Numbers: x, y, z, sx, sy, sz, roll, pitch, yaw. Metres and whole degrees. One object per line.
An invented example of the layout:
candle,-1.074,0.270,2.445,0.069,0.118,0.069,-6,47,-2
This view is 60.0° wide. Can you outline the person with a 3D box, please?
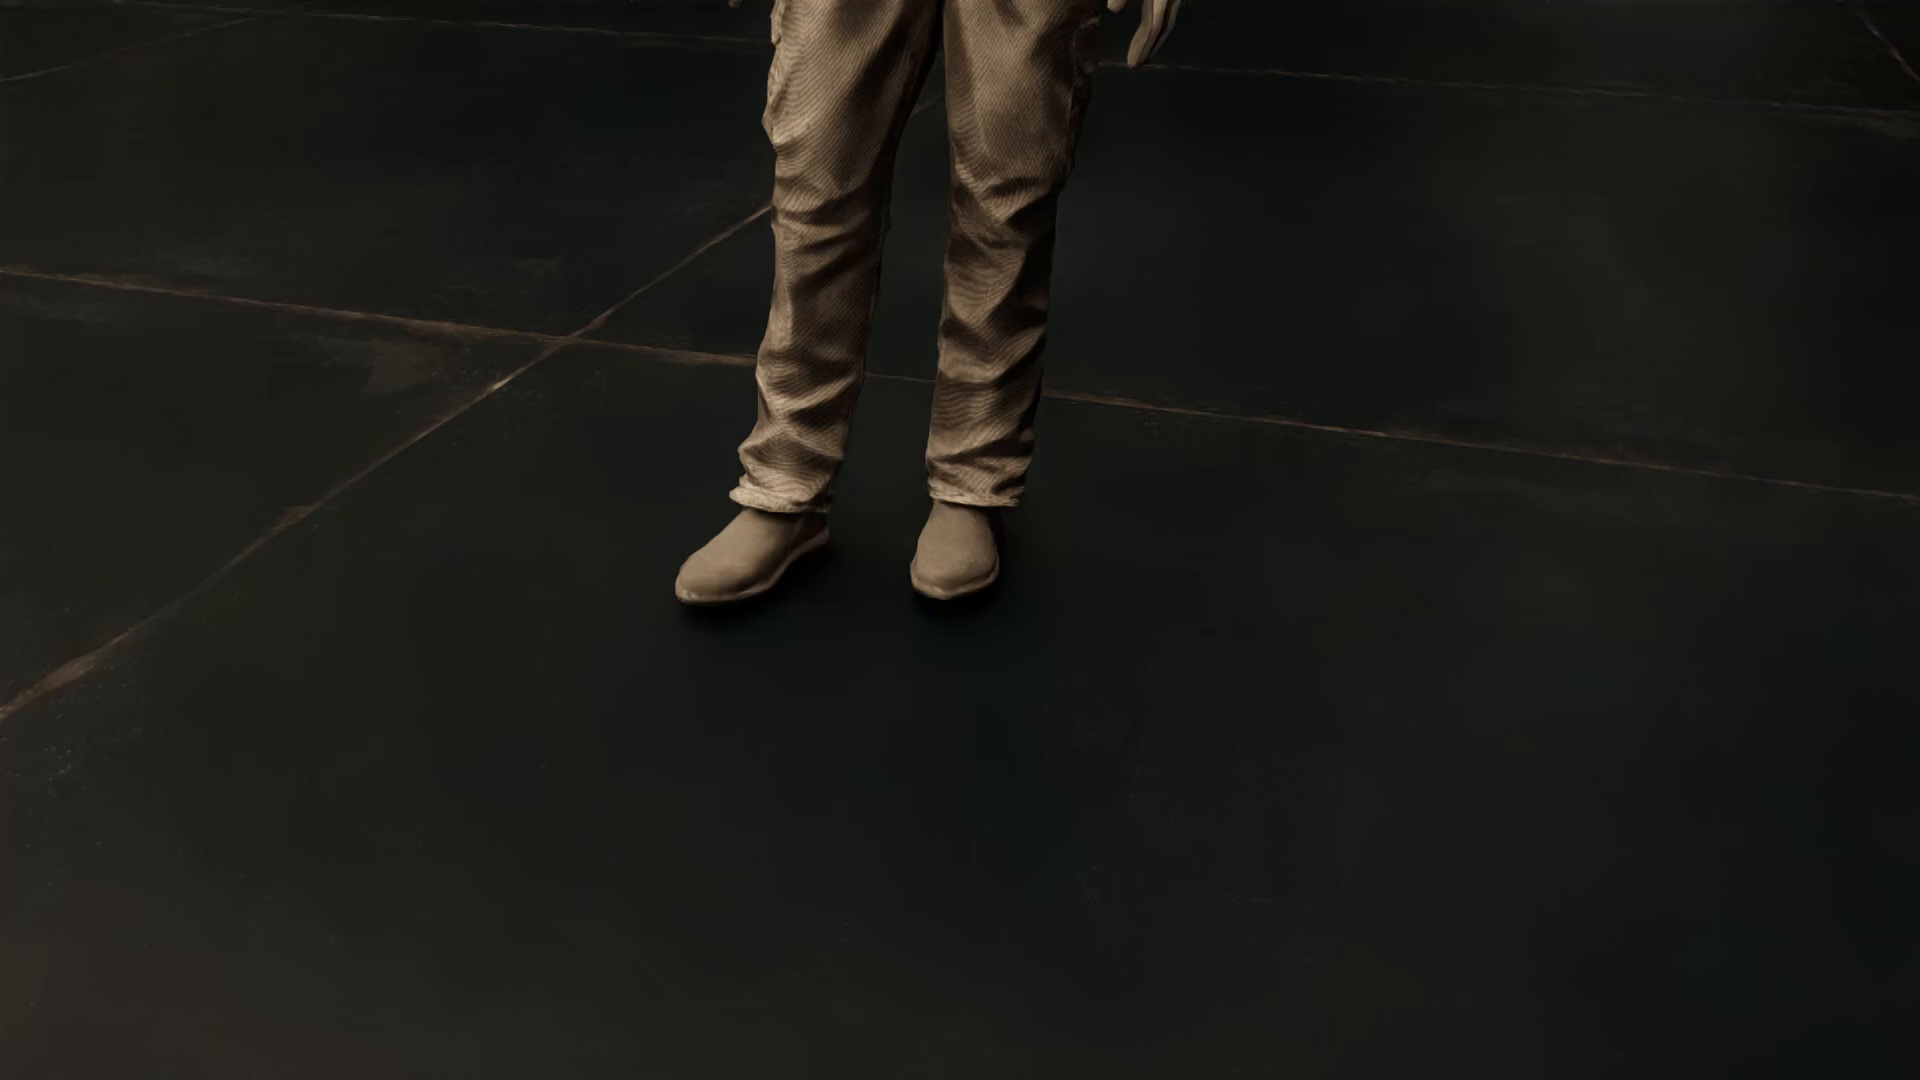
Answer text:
person,-0.029,-0.770,2.033,0.655,1.782,0.576,8,28,16
